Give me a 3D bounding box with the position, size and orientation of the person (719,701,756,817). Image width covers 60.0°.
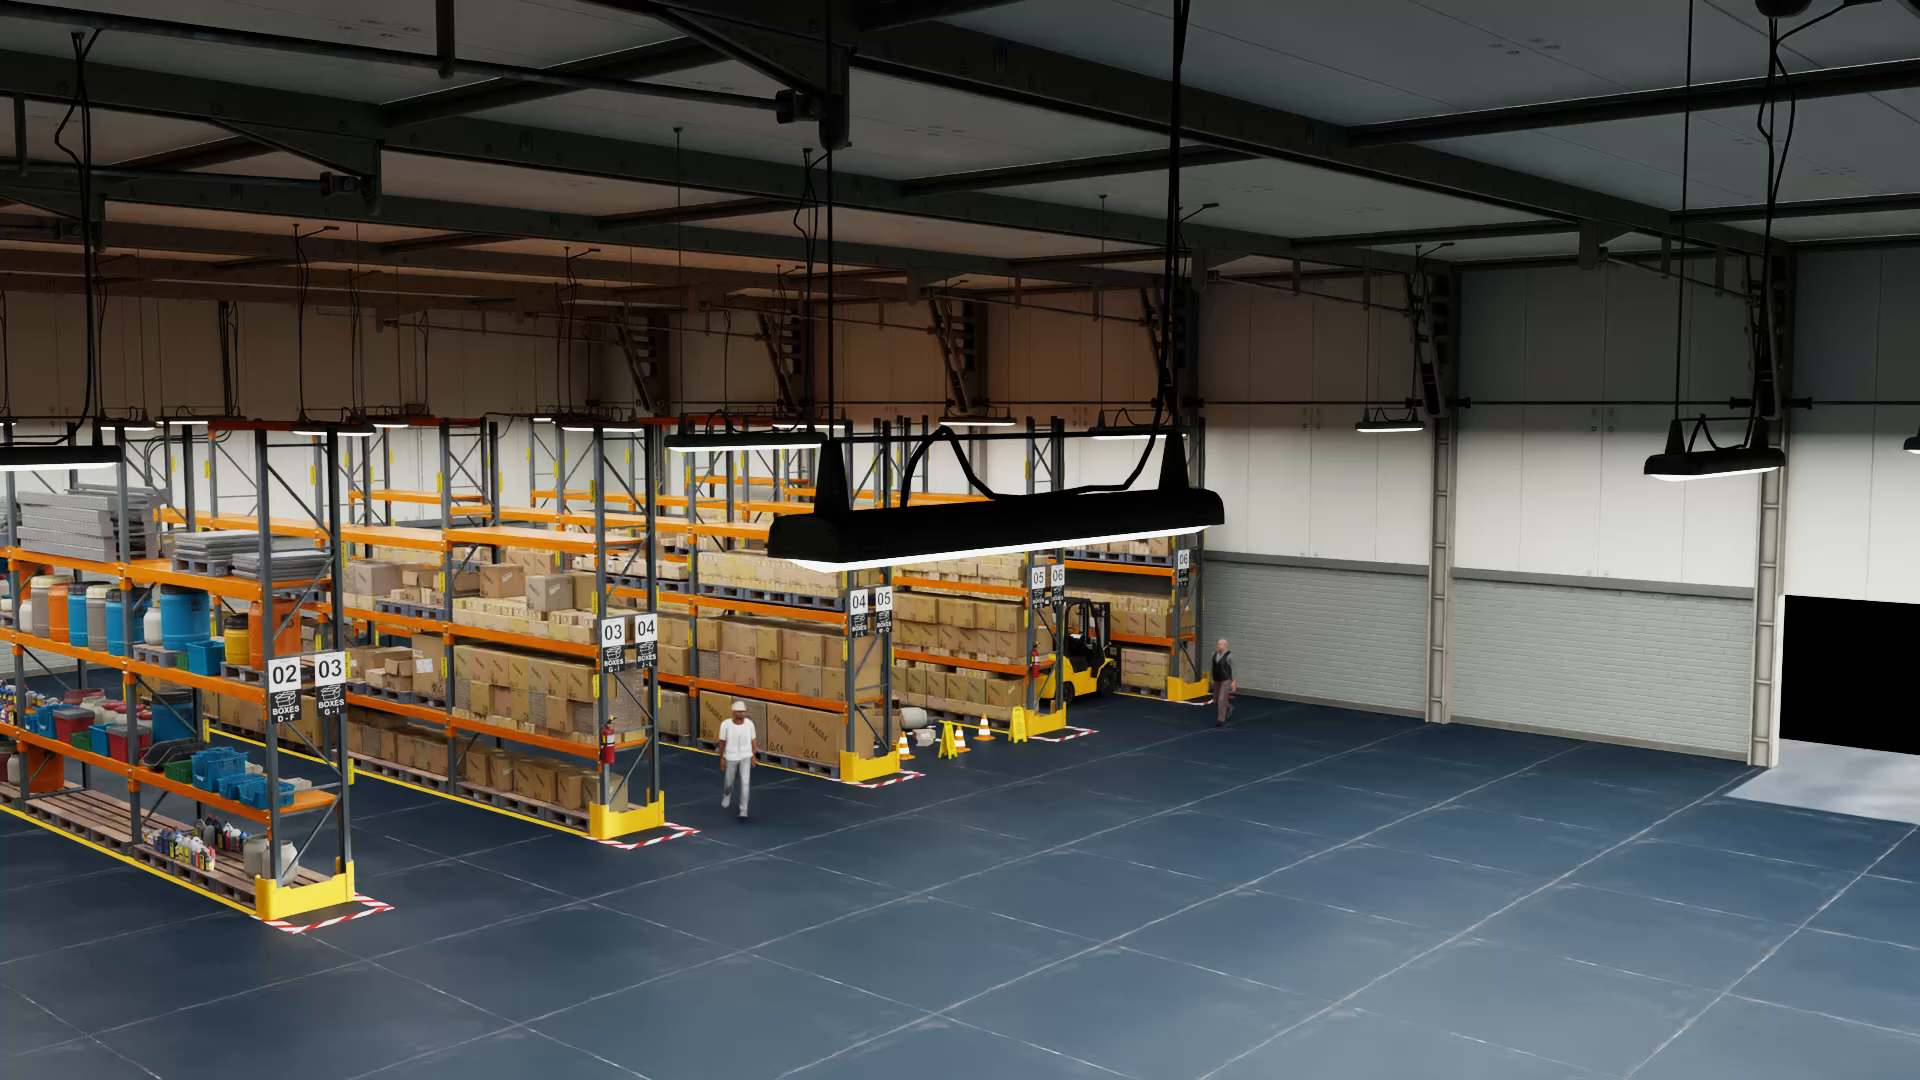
[{"bbox_3d":[-3.408,3.339,25.503,0.583,1.749,0.882,-1,5,-15],"label":"person"}]

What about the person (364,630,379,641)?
[{"bbox_3d":[-14.764,2.000,41.858,0.541,1.701,0.888,-1,5,-10],"label":"person"}]

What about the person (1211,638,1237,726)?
[{"bbox_3d":[5.193,2.773,32.659,0.792,1.705,0.597,-4,6,-37],"label":"person"}]
